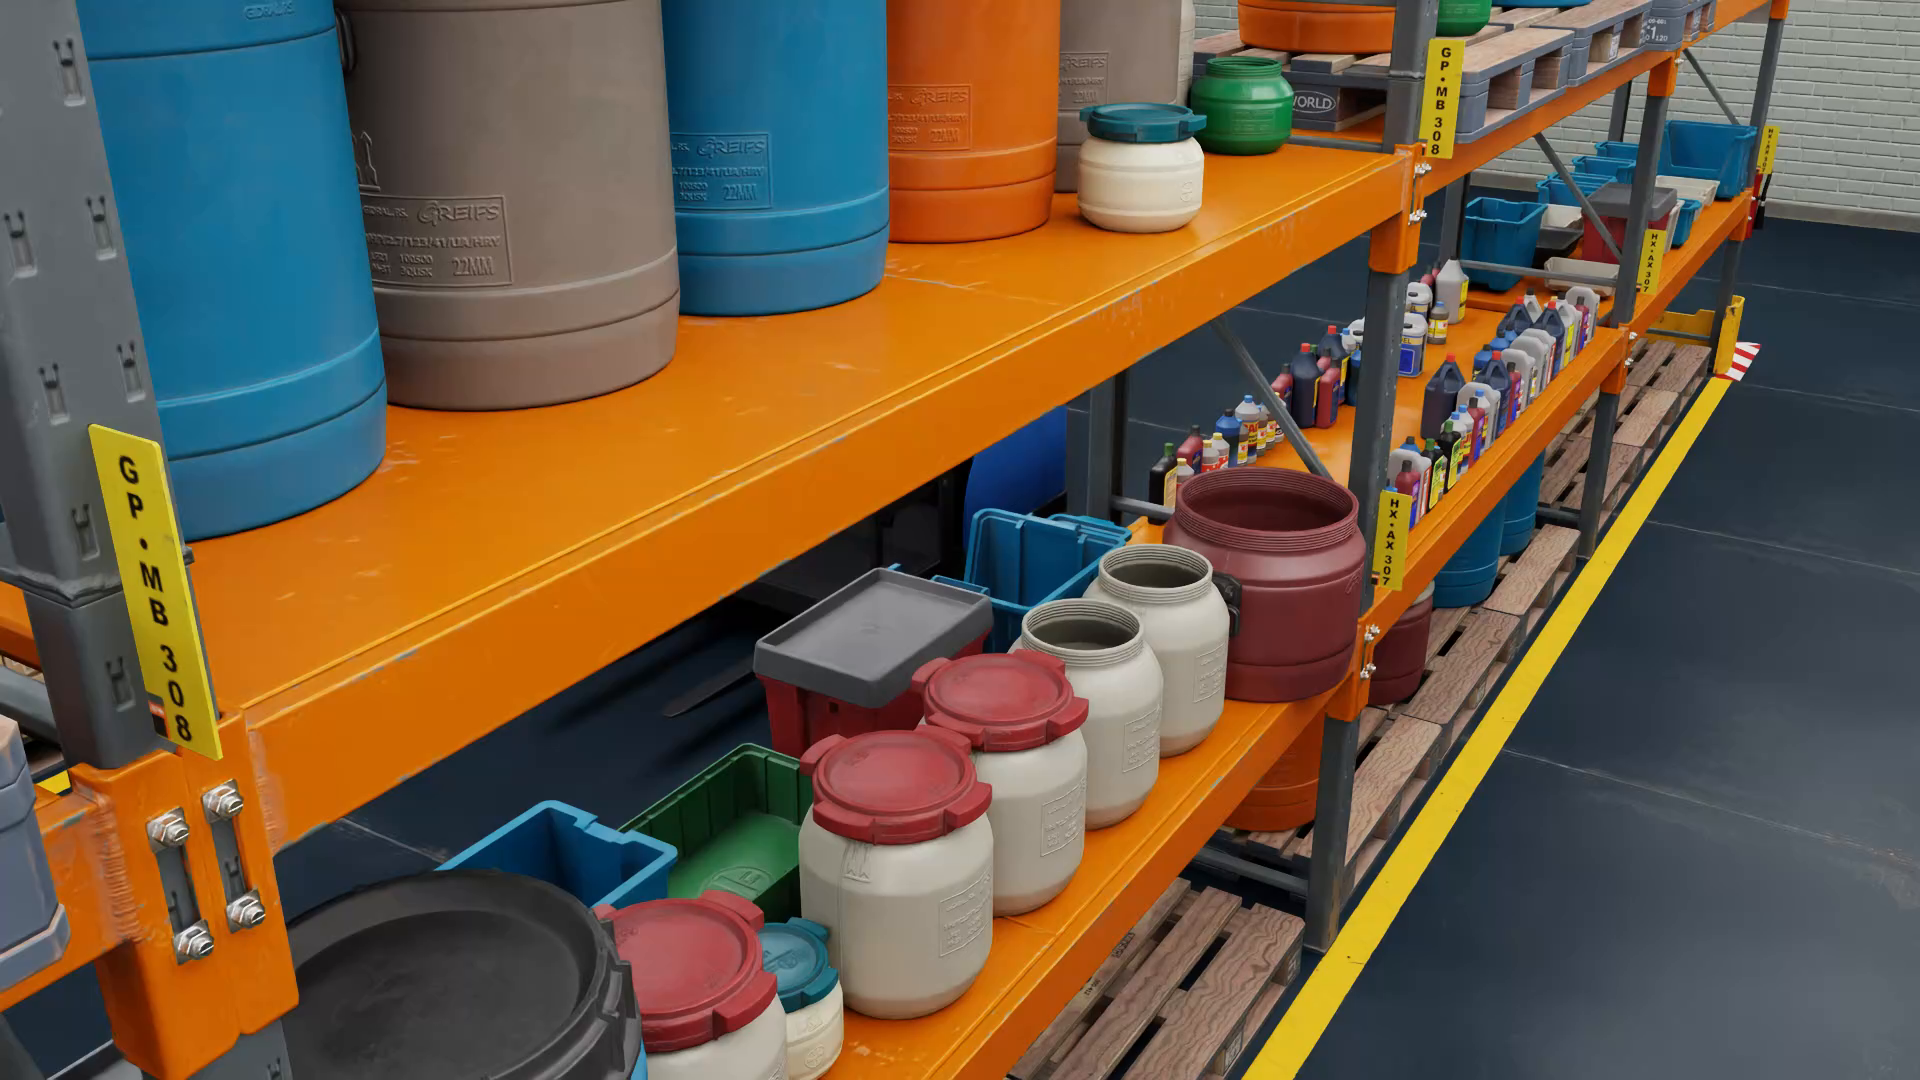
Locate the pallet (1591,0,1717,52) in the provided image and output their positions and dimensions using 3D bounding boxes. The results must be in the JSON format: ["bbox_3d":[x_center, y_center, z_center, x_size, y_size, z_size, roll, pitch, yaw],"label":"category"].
[{"bbox_3d":[2.673,-2.390,7.457,1.213,0.211,1.003,14,27,29],"label":"pallet"}]

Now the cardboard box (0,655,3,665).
[{"bbox_3d":[-4.183,0.481,6.589,0.500,0.311,0.500,15,27,30],"label":"cardboard box"}]

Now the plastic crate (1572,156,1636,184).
[{"bbox_3d":[4.356,-2.449,11.267,0.416,0.233,0.300,14,27,29],"label":"plastic crate"}]

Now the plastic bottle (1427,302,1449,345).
[{"bbox_3d":[2.358,-1.074,8.205,0.097,0.201,0.097,0,23,0],"label":"plastic bottle"}]

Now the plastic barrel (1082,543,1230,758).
[{"bbox_3d":[0.532,0.306,4.627,0.421,0.512,0.421,0,23,0],"label":"plastic barrel"}]

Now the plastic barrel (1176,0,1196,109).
[{"bbox_3d":[0.469,-1.422,4.843,0.421,0.512,0.421,0,23,0],"label":"plastic barrel"}]

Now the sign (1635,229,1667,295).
[{"bbox_3d":[3.470,-1.396,8.351,0.100,0.325,0.005,14,27,29],"label":"sign"}]

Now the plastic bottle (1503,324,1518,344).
[{"bbox_3d":[2.496,-0.851,7.603,0.097,0.271,0.097,0,23,0],"label":"plastic bottle"}]

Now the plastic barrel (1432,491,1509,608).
[{"bbox_3d":[2.329,-0.196,8.039,0.600,0.901,0.708,14,27,29],"label":"plastic barrel"}]

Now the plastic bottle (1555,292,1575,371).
[{"bbox_3d":[2.797,-0.984,7.808,0.144,0.351,0.185,14,27,29],"label":"plastic bottle"}]

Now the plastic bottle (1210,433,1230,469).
[{"bbox_3d":[0.994,-0.316,6.453,0.097,0.201,0.097,0,23,0],"label":"plastic bottle"}]

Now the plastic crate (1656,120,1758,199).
[{"bbox_3d":[5.096,-2.627,11.422,0.616,0.435,0.499,14,27,29],"label":"plastic crate"}]

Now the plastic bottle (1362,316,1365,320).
[{"bbox_3d":[1.947,-0.939,7.800,0.152,0.276,0.135,14,27,29],"label":"plastic bottle"}]

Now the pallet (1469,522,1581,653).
[{"bbox_3d":[2.561,0.146,8.646,1.003,0.211,1.213,14,27,29],"label":"pallet"}]

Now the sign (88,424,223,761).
[{"bbox_3d":[-0.755,0.053,1.564,0.100,0.325,0.005,14,27,29],"label":"sign"}]

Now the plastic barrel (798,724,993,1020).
[{"bbox_3d":[-0.138,0.728,3.621,0.433,0.535,0.433,0,23,0],"label":"plastic barrel"}]

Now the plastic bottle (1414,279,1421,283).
[{"bbox_3d":[2.281,-1.171,8.341,0.097,0.271,0.097,0,23,0],"label":"plastic bottle"}]

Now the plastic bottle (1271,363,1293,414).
[{"bbox_3d":[1.347,-0.593,6.991,0.061,0.283,0.133,14,27,29],"label":"plastic bottle"}]

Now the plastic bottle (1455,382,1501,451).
[{"bbox_3d":[2.128,-0.524,6.842,0.152,0.276,0.135,14,27,29],"label":"plastic bottle"}]

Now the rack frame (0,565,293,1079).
[{"bbox_3d":[-1.216,1.315,2.436,1.000,3.000,0.127,14,27,29],"label":"rack frame"}]

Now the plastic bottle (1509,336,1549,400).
[{"bbox_3d":[2.541,-0.788,7.452,0.152,0.276,0.135,14,27,29],"label":"plastic bottle"}]

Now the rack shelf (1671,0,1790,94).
[{"bbox_3d":[4.059,-3.106,9.780,1.077,0.370,4.000,14,27,29],"label":"rack shelf"}]

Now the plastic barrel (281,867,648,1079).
[{"bbox_3d":[-0.755,1.018,2.491,0.600,0.901,0.708,14,27,29],"label":"plastic barrel"}]

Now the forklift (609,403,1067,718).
[{"bbox_3d":[-0.649,-0.969,7.800,1.130,2.935,3.031,15,28,31],"label":"forklift"}]

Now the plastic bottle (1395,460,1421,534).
[{"bbox_3d":[1.609,-0.161,5.993,0.061,0.283,0.133,14,27,29],"label":"plastic bottle"}]

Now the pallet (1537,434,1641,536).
[{"bbox_3d":[3.358,-0.362,9.820,1.003,0.211,1.213,14,27,29],"label":"pallet"}]

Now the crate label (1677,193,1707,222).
[{"bbox_3d":[4.546,-2.134,10.661,0.396,0.136,0.243,14,27,29],"label":"crate label"}]

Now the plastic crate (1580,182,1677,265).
[{"bbox_3d":[3.688,-1.691,9.224,0.402,0.464,0.583,14,27,29],"label":"plastic crate"}]

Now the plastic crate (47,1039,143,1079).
[{"bbox_3d":[-1.221,1.058,2.949,0.402,0.464,0.583,14,27,29],"label":"plastic crate"}]

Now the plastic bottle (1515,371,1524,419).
[{"bbox_3d":[2.380,-0.631,7.182,0.097,0.201,0.097,0,23,0],"label":"plastic bottle"}]

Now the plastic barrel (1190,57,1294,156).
[{"bbox_3d":[0.807,-1.246,4.773,0.294,0.245,0.294,0,23,0],"label":"plastic barrel"}]

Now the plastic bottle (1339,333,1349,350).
[{"bbox_3d":[1.689,-0.792,7.467,0.097,0.271,0.097,0,23,0],"label":"plastic bottle"}]

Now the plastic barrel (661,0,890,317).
[{"bbox_3d":[-0.443,-0.950,3.262,0.600,0.901,0.708,14,27,29],"label":"plastic barrel"}]

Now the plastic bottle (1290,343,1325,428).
[{"bbox_3d":[1.467,-0.669,7.082,0.144,0.351,0.185,14,27,29],"label":"plastic bottle"}]

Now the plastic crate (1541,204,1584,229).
[{"bbox_3d":[3.667,-1.942,10.217,0.293,0.136,0.466,14,27,29],"label":"plastic crate"}]

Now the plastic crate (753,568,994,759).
[{"bbox_3d":[-0.219,0.417,4.431,0.402,0.464,0.583,14,27,29],"label":"plastic crate"}]

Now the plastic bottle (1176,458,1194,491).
[{"bbox_3d":[0.821,-0.205,6.197,0.097,0.201,0.097,0,23,0],"label":"plastic bottle"}]

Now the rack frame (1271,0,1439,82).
[{"bbox_3d":[0.894,-2.788,4.363,1.000,3.000,0.127,14,27,29],"label":"rack frame"}]

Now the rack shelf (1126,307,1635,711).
[{"bbox_3d":[1.949,-0.380,7.257,1.077,0.370,4.000,14,27,29],"label":"rack shelf"}]

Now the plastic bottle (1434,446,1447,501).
[{"bbox_3d":[1.795,-0.257,6.317,0.097,0.201,0.097,0,23,0],"label":"plastic bottle"}]

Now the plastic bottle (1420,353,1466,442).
[{"bbox_3d":[2.015,-0.598,6.918,0.144,0.351,0.185,14,27,29],"label":"plastic bottle"}]

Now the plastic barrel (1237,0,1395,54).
[{"bbox_3d":[1.196,-1.992,5.231,0.600,0.830,0.708,14,27,29],"label":"plastic barrel"}]

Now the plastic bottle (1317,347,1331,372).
[{"bbox_3d":[1.567,-0.688,7.210,0.061,0.283,0.133,14,27,29],"label":"plastic bottle"}]

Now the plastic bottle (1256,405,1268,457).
[{"bbox_3d":[1.199,-0.447,6.757,0.097,0.201,0.097,0,23,0],"label":"plastic bottle"}]

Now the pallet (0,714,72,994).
[{"bbox_3d":[-1.514,0.289,1.268,1.213,0.211,1.003,14,27,29],"label":"pallet"}]

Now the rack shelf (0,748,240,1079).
[{"bbox_3d":[-2.271,0.944,0.424,1.077,0.370,4.000,14,27,29],"label":"rack shelf"}]

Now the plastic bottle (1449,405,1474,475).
[{"bbox_3d":[1.968,-0.399,6.559,0.097,0.271,0.097,0,23,0],"label":"plastic bottle"}]

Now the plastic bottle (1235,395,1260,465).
[{"bbox_3d":[1.148,-0.446,6.667,0.097,0.271,0.097,0,23,0],"label":"plastic bottle"}]

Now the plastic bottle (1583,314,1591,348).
[{"bbox_3d":[3.032,-1.048,8.146,0.097,0.201,0.097,0,23,0],"label":"plastic bottle"}]
